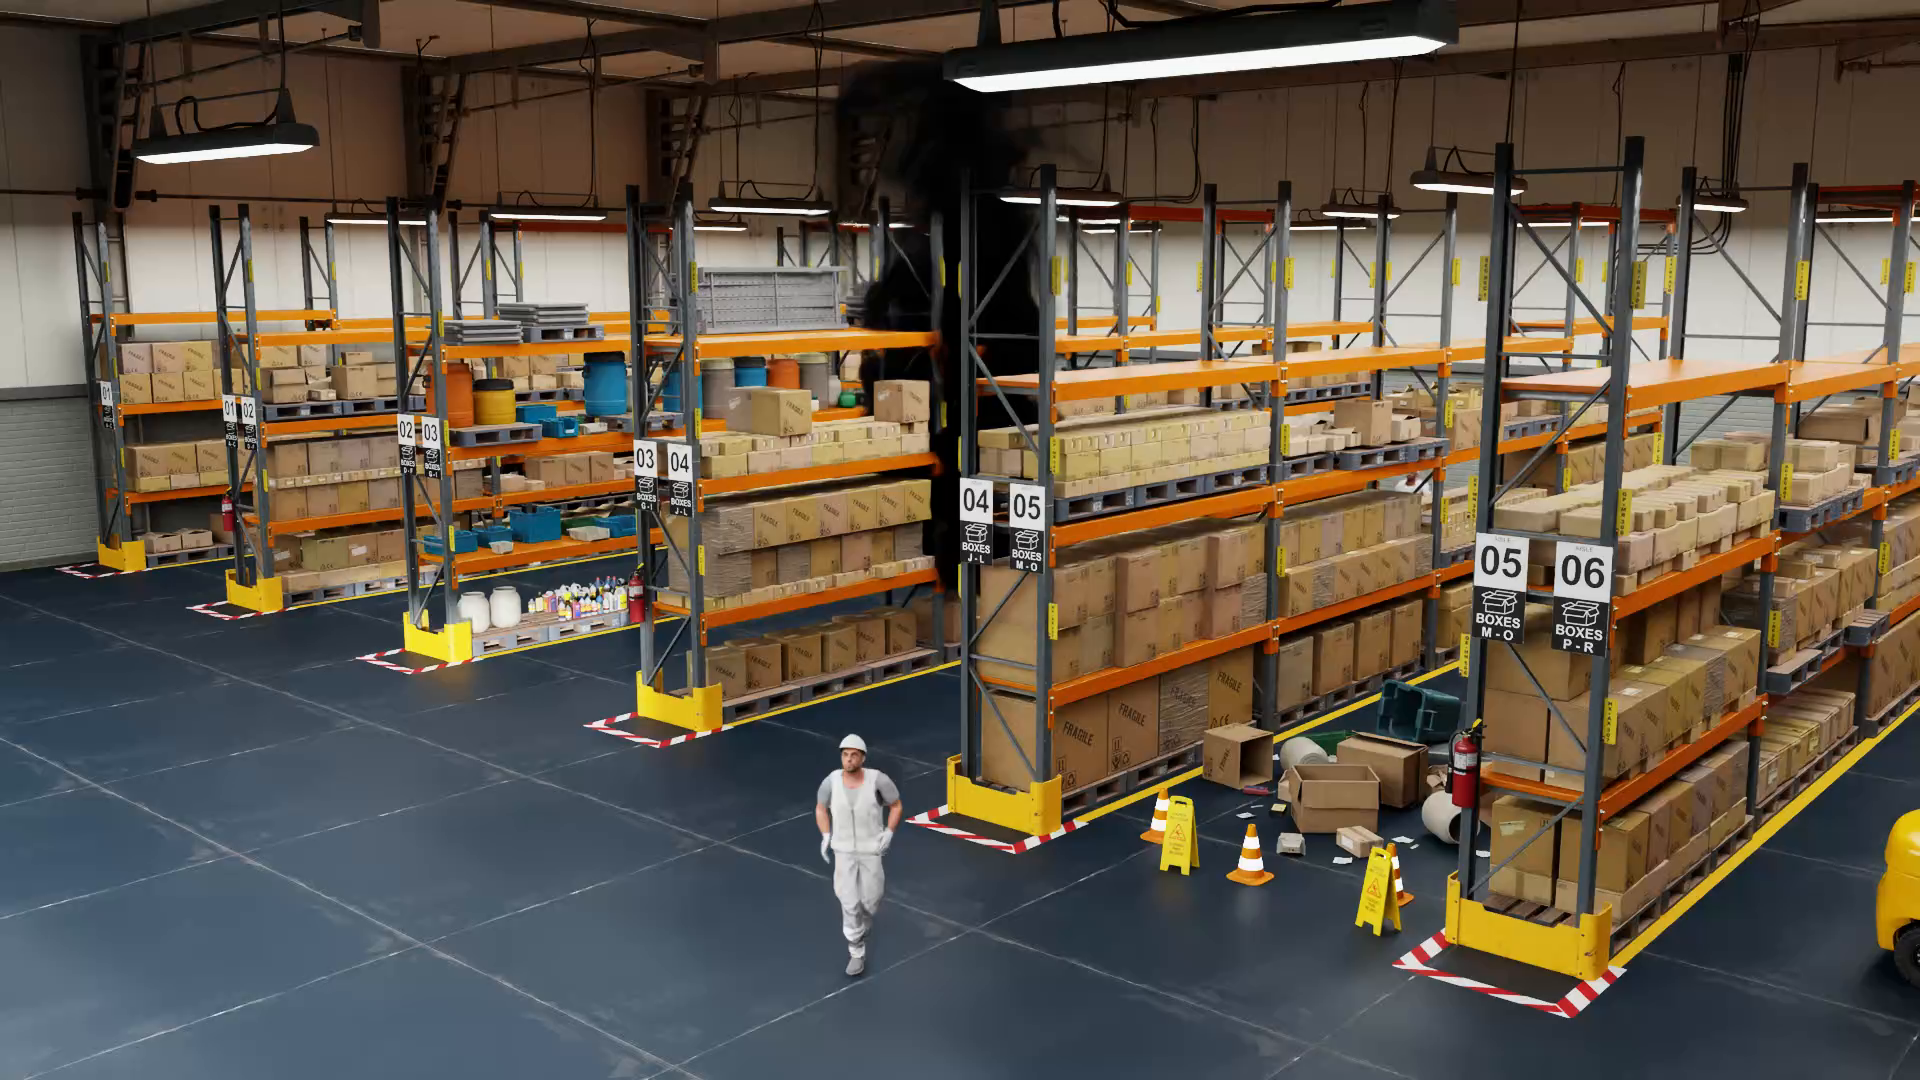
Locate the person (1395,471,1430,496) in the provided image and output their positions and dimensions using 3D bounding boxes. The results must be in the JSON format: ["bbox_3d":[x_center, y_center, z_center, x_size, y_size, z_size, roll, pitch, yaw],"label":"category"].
[{"bbox_3d":[7.739,-0.436,28.642,0.744,1.735,0.727,7,11,34],"label":"person"}]

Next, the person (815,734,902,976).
[{"bbox_3d":[-0.756,2.286,12.331,0.651,1.758,0.635,0,9,3],"label":"person"}]
